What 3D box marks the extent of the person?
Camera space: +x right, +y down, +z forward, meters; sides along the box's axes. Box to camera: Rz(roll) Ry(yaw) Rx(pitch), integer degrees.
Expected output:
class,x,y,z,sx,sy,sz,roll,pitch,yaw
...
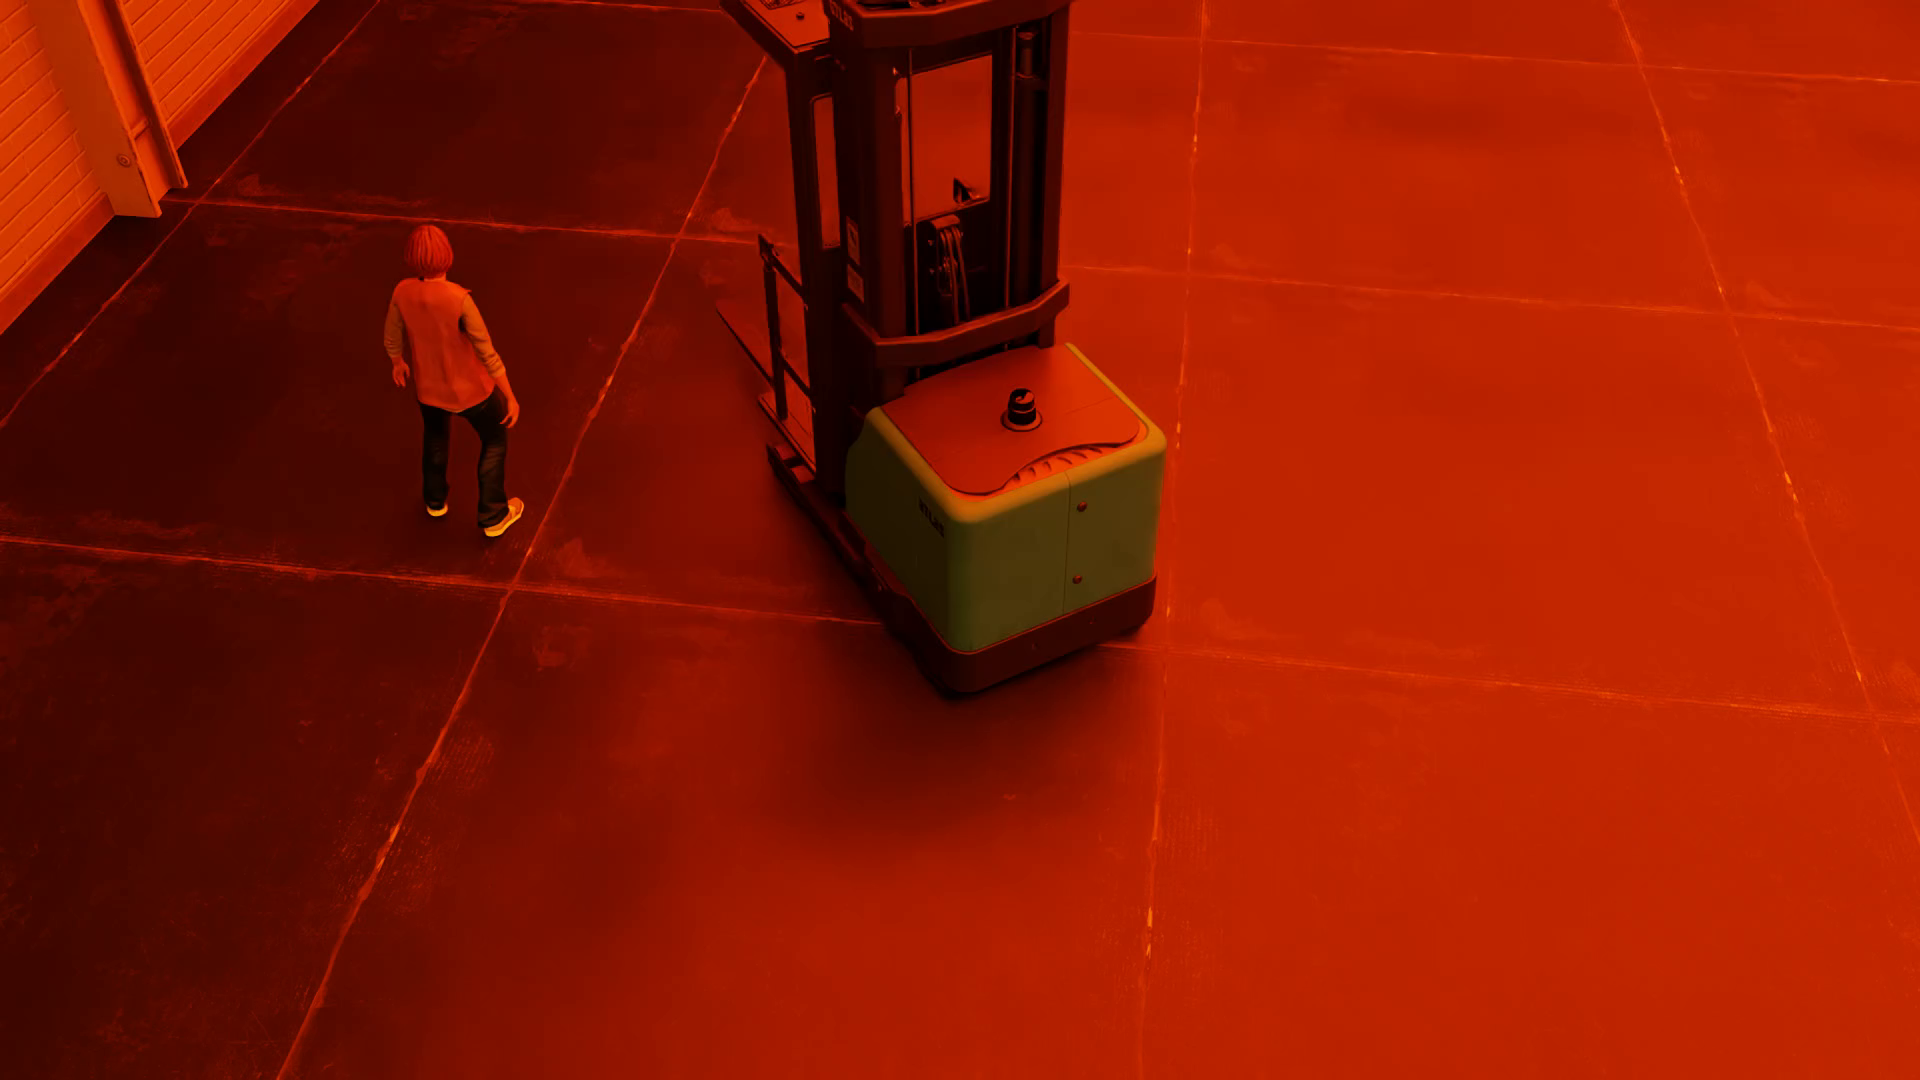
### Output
class,x,y,z,sx,sy,sz,roll,pitch,yaw
person,-2.294,-0.697,7.491,0.690,1.571,0.341,9,43,10

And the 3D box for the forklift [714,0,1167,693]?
class,x,y,z,sx,sy,sz,roll,pitch,yaw
forklift,-0.294,-1.417,7.267,1.130,2.935,3.031,-21,46,-21
